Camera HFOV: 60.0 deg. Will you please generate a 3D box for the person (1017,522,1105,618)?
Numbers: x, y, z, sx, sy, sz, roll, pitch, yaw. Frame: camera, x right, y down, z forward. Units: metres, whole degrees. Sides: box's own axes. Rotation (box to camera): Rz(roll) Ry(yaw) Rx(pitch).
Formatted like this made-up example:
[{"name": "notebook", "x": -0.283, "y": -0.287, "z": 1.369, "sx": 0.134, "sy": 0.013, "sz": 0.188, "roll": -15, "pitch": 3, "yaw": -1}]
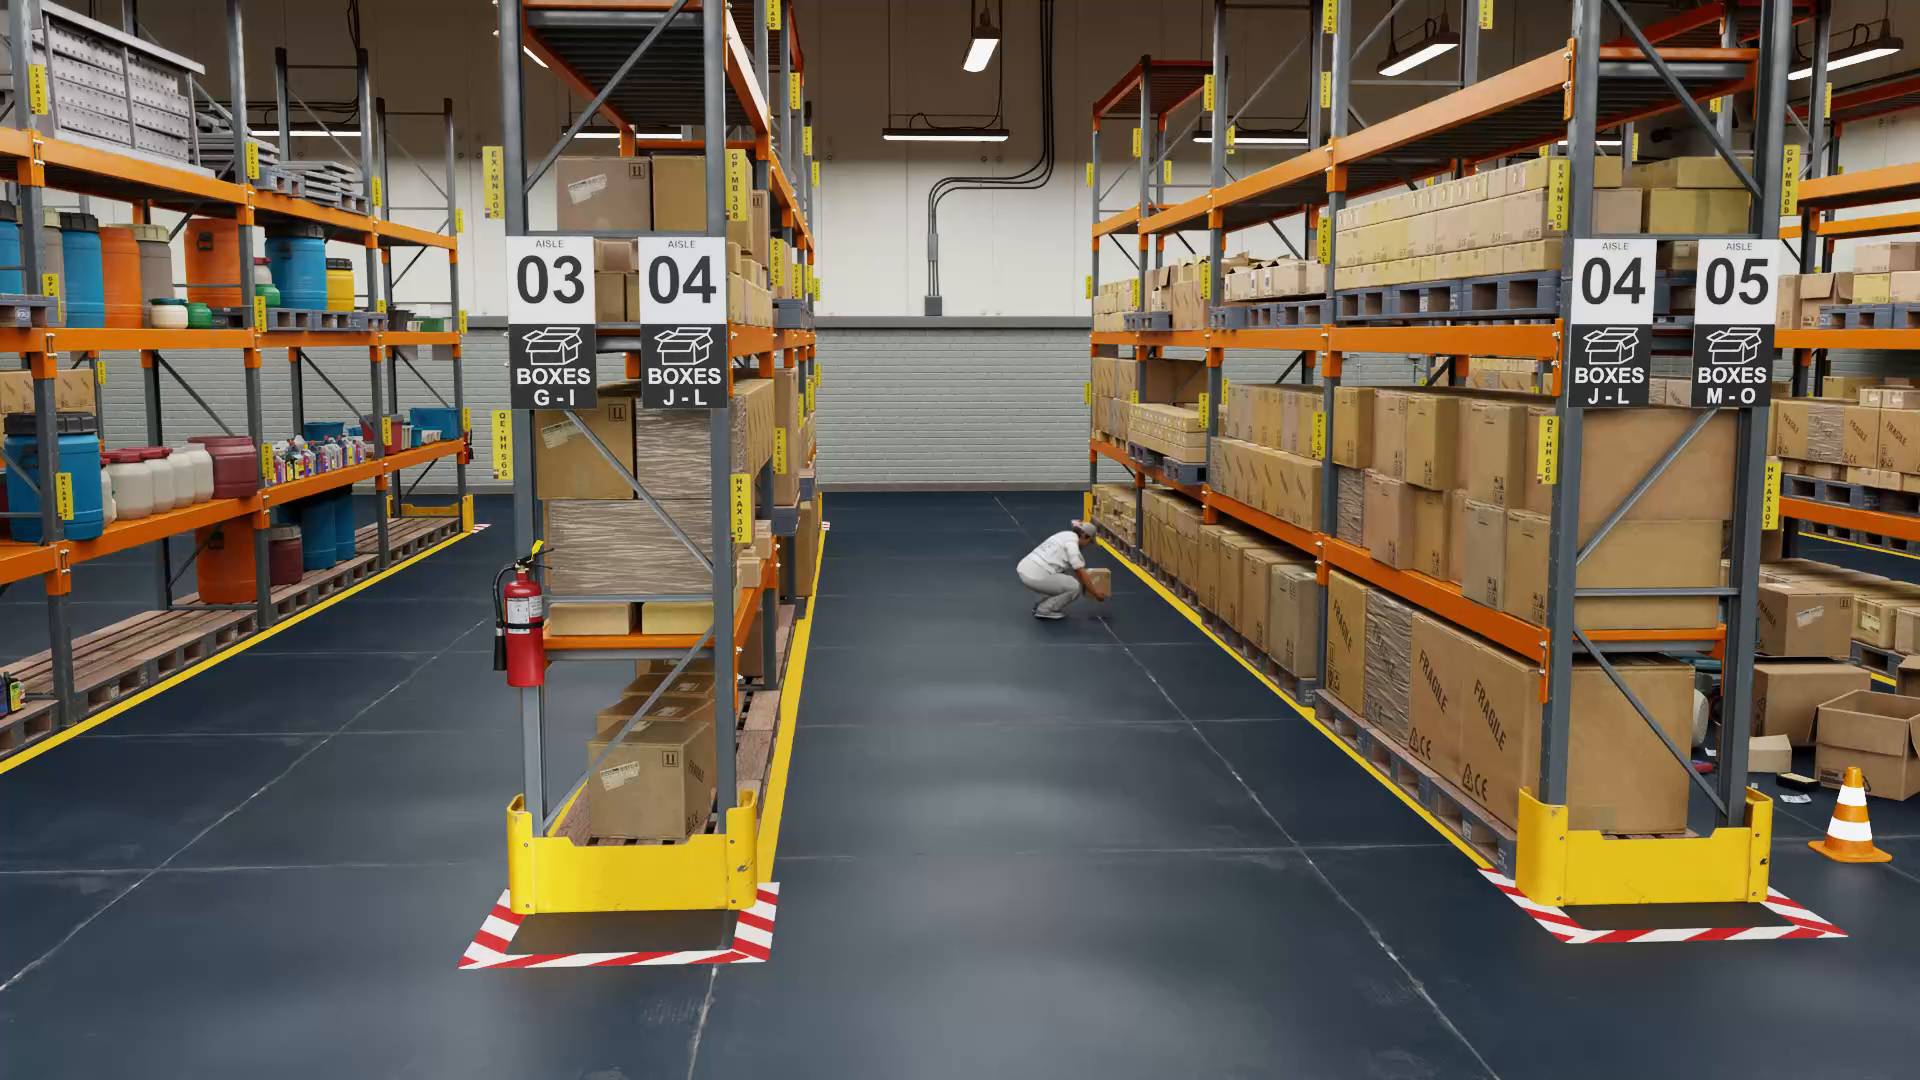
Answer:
[{"name": "person", "x": 0.996, "y": 0.295, "z": 16.415, "sx": 0.860, "sy": 0.930, "sz": 0.528, "roll": 0, "pitch": 7, "yaw": -4}]
